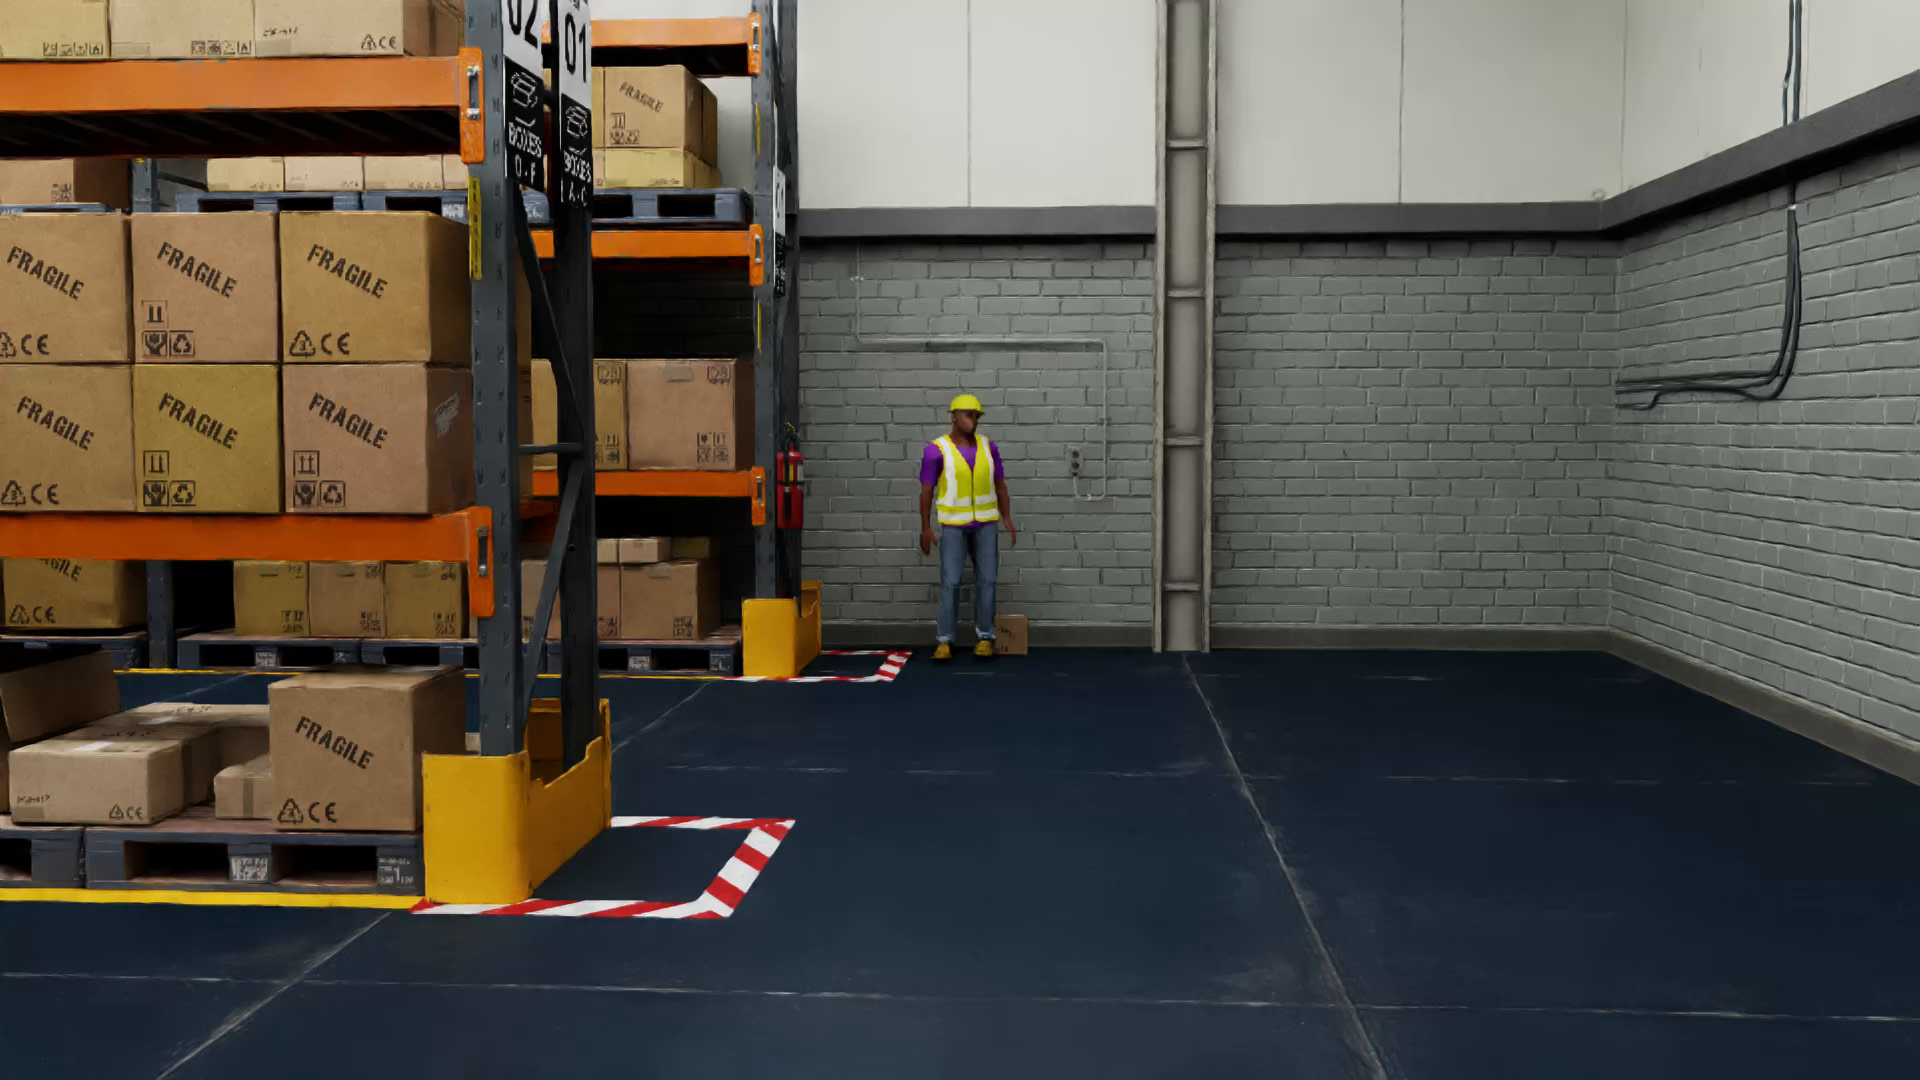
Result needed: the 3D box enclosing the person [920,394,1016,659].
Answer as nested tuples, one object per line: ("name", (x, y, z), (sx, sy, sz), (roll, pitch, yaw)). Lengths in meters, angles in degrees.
("person", (0.047, -0.091, 11.181), (0.638, 1.766, 0.373), (-1, 4, -16))
